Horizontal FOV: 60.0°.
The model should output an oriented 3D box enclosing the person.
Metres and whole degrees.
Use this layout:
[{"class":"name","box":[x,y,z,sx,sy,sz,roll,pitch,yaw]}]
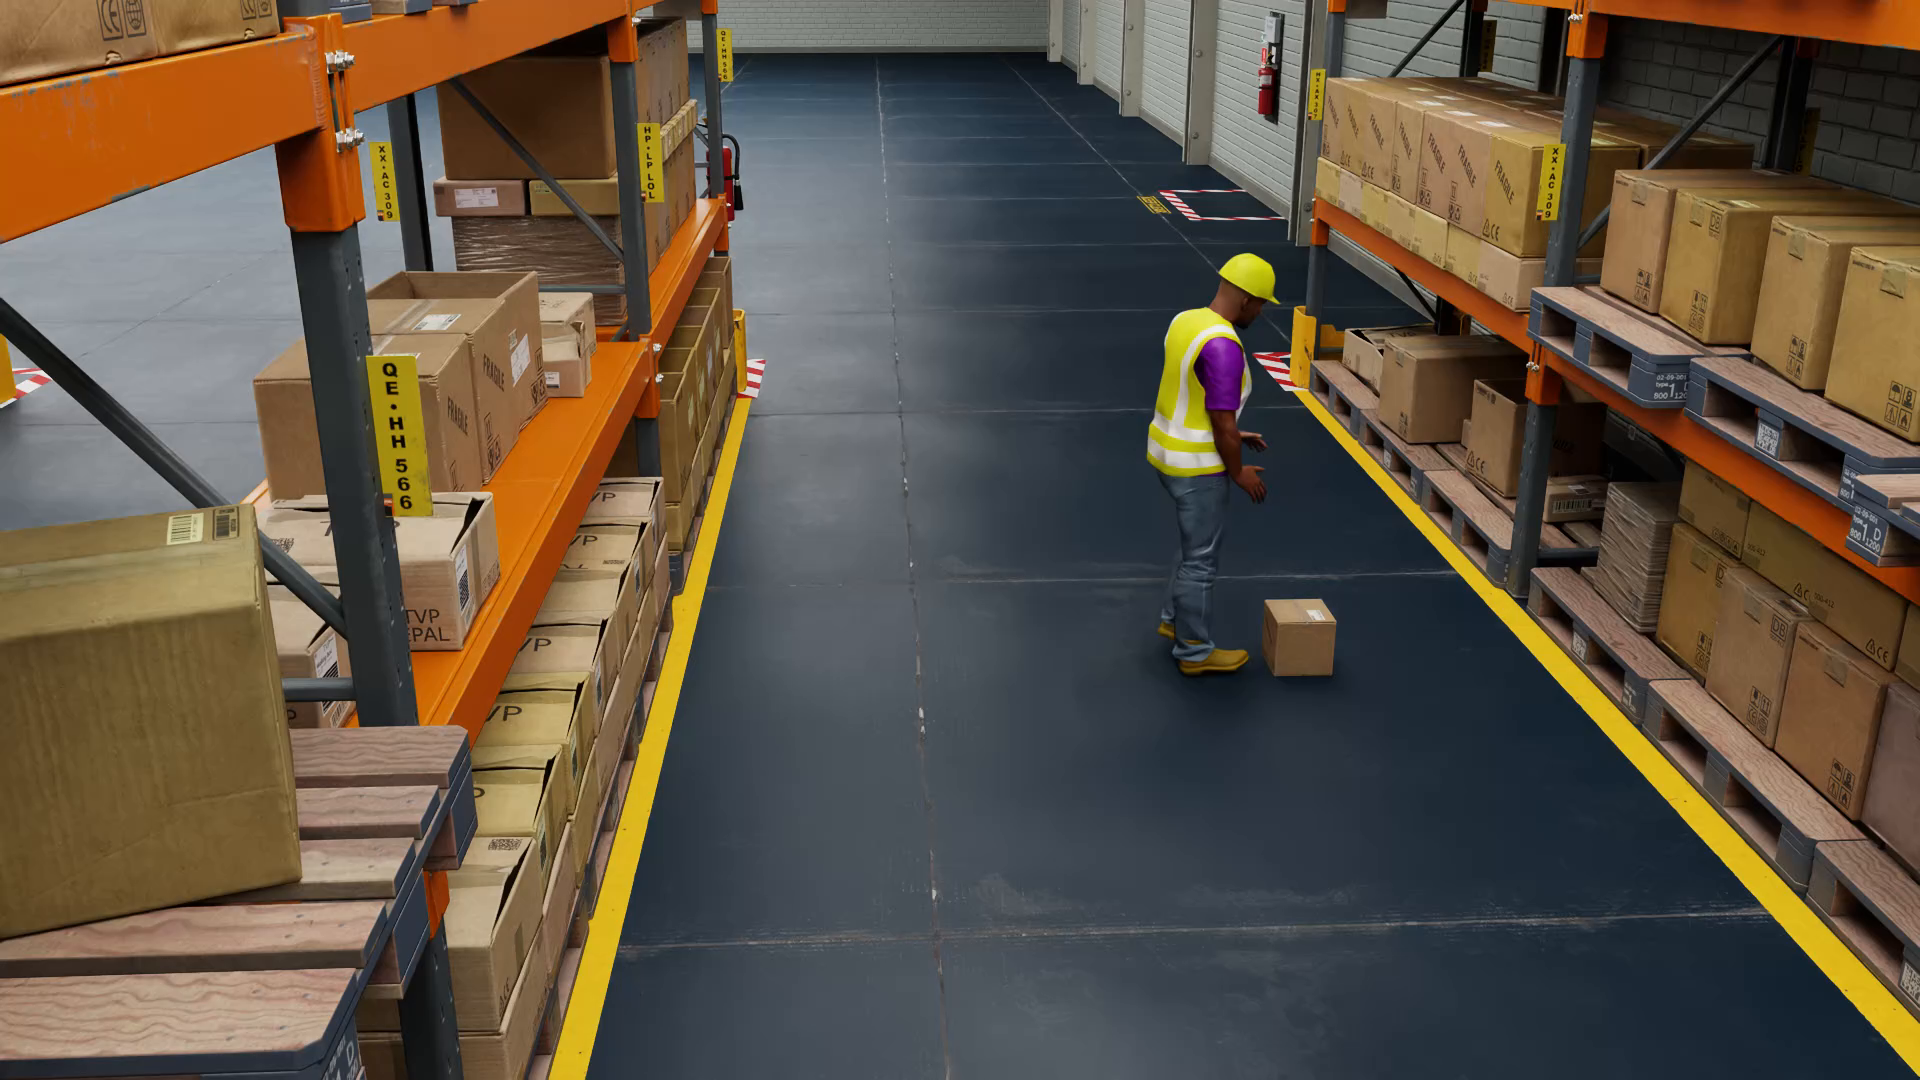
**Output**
[{"class":"person","box":[1.063,-0.295,6.849,0.567,1.773,0.588,-4,21,-11]}]
